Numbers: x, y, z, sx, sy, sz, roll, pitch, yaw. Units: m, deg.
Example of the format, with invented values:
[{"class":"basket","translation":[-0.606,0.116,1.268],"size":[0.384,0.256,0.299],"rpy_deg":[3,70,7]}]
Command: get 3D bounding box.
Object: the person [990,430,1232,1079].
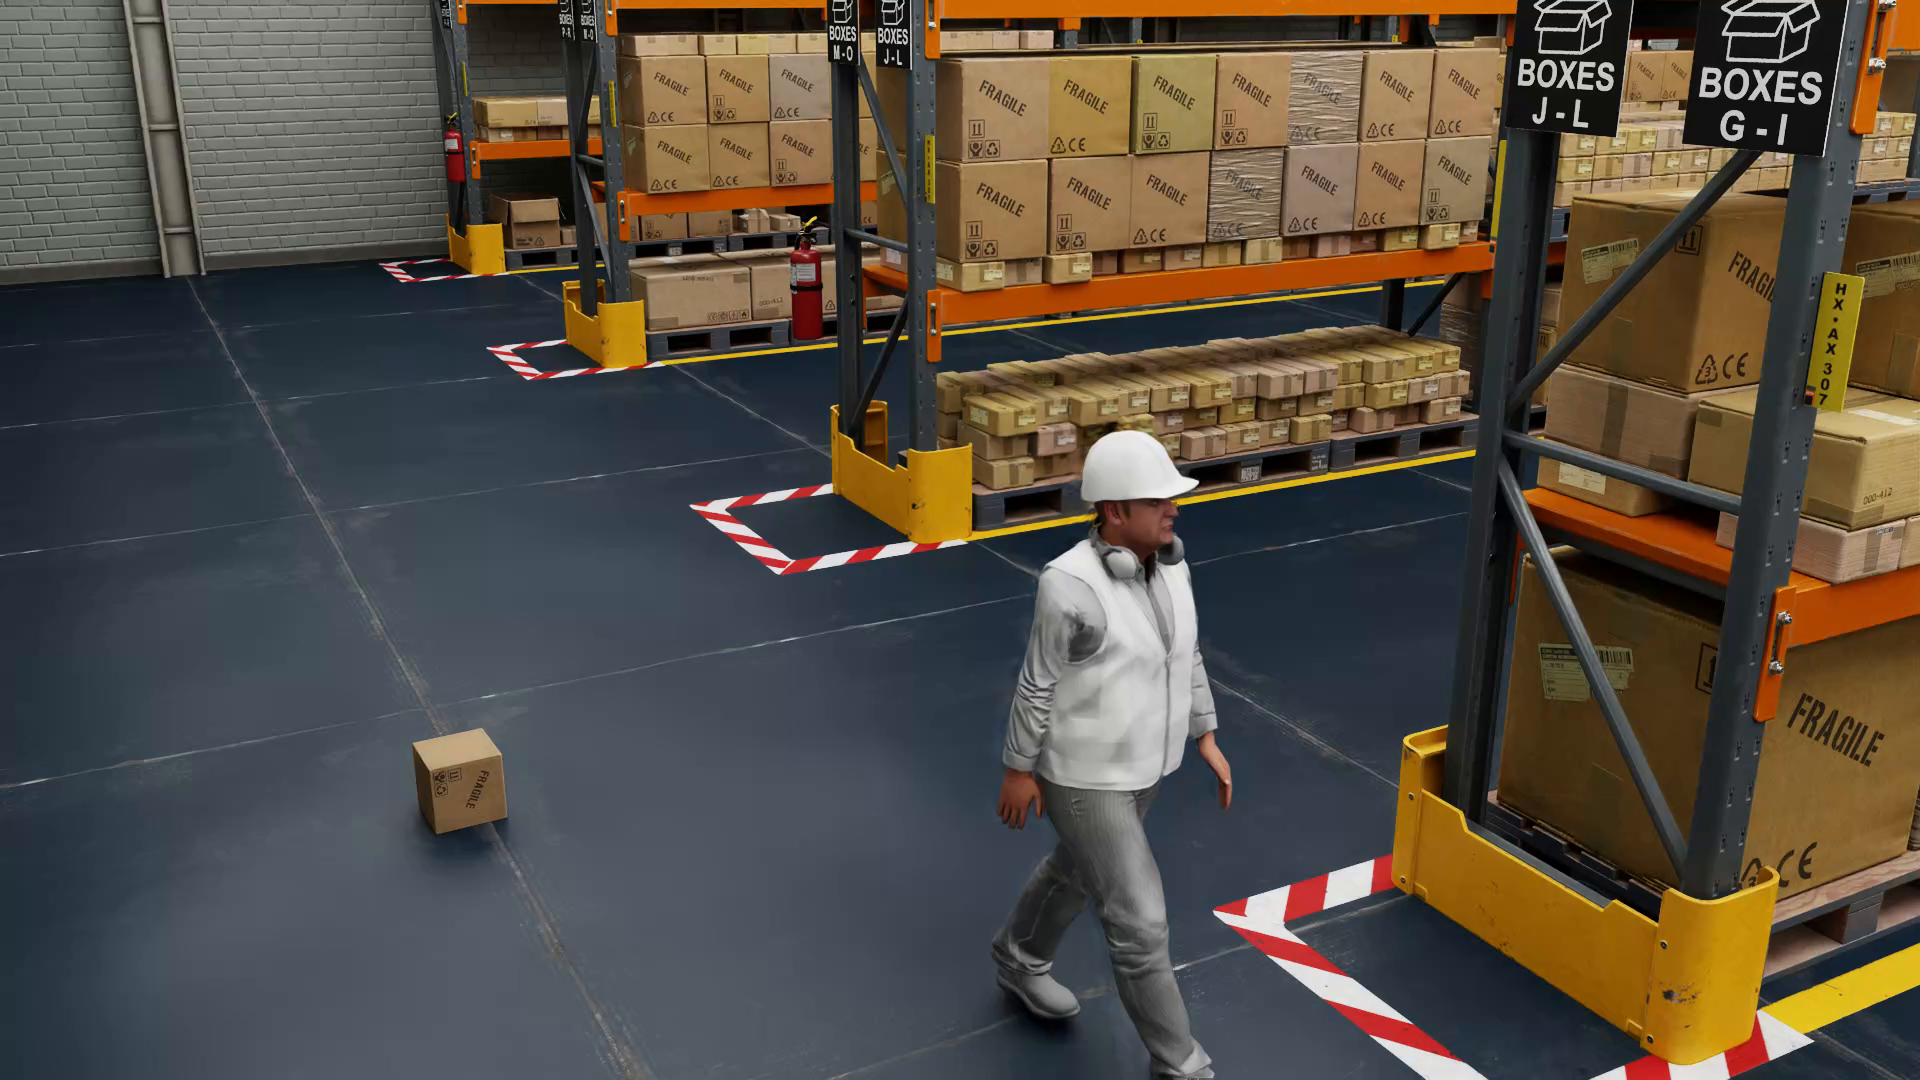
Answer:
[{"class":"person","translation":[0.462,0.565,4.276],"size":[0.978,1.727,0.556],"rpy_deg":[14,23,37]}]
